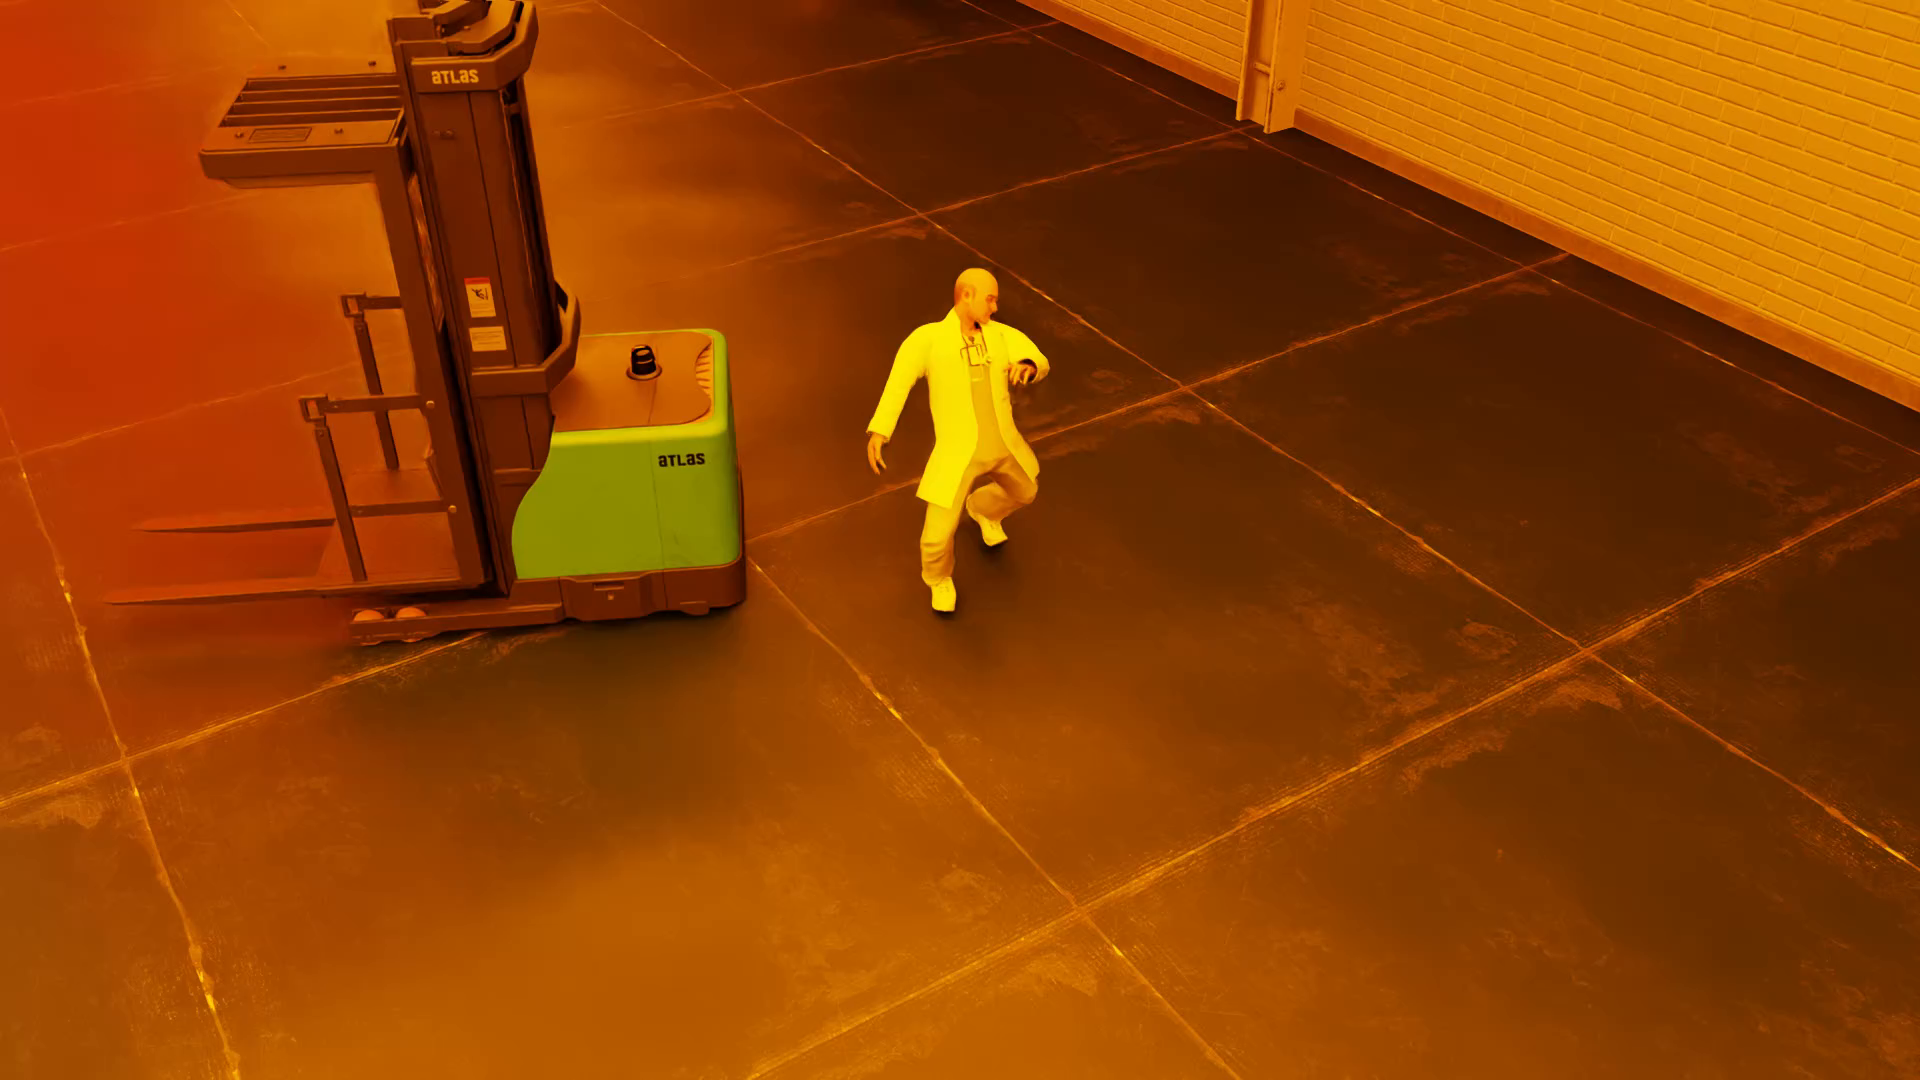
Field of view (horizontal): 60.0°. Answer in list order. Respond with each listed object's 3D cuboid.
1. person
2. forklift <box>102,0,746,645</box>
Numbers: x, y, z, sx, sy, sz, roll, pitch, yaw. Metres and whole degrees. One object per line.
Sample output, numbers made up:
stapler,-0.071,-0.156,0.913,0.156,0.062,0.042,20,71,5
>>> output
person,-0.028,-0.409,7.891,0.970,1.570,0.896,-21,40,-27
forklift,-2.610,-1.018,7.596,3.031,2.935,1.130,-4,35,-6
